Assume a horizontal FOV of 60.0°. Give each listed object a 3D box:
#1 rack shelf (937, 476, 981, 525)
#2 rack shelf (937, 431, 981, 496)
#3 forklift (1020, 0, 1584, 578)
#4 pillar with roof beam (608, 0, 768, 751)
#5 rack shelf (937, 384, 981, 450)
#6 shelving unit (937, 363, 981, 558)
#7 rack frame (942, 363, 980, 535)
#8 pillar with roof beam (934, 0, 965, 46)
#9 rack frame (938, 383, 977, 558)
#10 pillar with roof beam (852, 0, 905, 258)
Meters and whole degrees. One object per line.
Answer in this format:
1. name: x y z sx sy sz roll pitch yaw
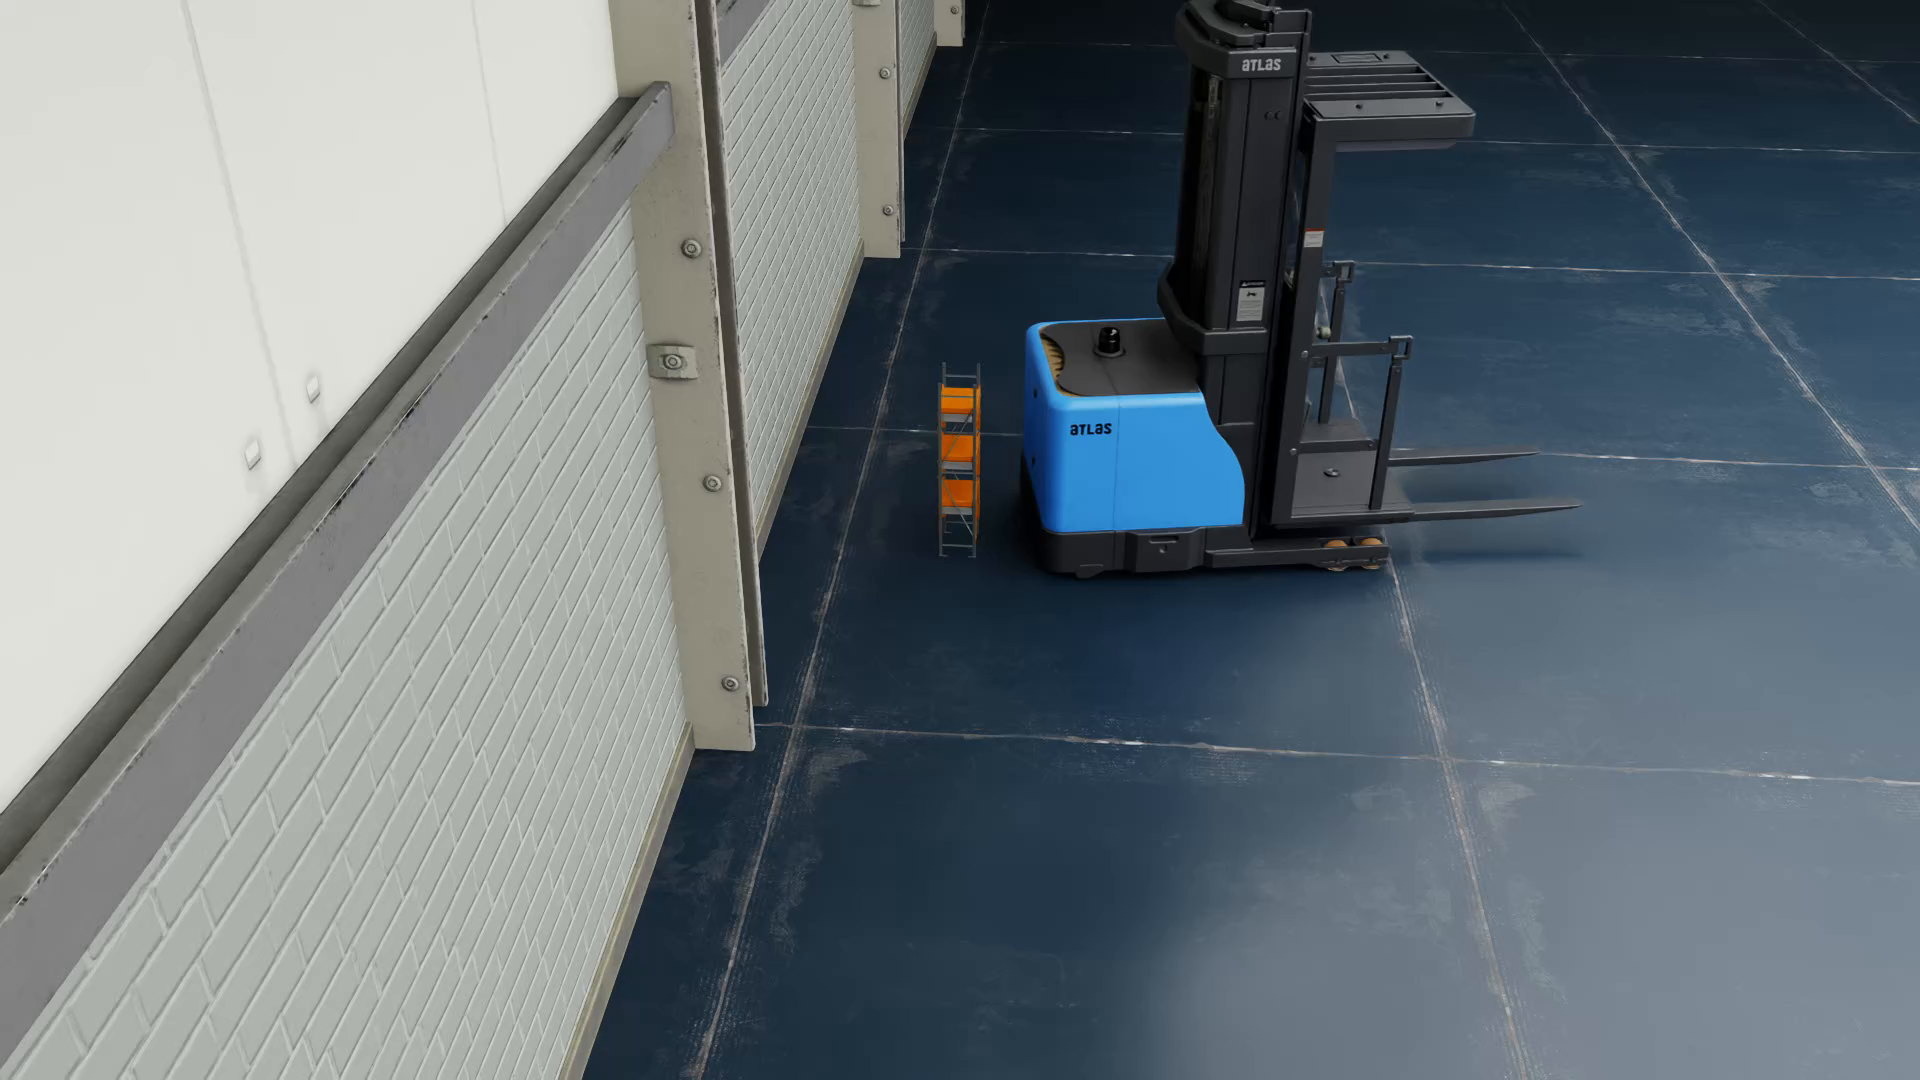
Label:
1. rack shelf: -0.004 -0.173 9.081 0.215 0.259 0.240 2 32 4
2. rack shelf: -0.004 -0.410 8.935 0.215 0.259 0.240 2 32 4
3. forklift: 1.895 -1.354 8.653 3.031 2.935 1.130 -3 32 -4
4. pillar with roof beam: 3.199 -2.784 5.190 9.100 9.000 0.400 2 32 4
5. rack shelf: -0.004 -0.652 8.786 0.215 0.259 0.240 2 32 4
6. shelving unit: -0.004 -0.419 8.929 0.215 1.050 0.252 2 32 4
7. rack frame: 0.006 -0.483 9.033 0.200 1.050 0.008 2 32 4
8. pillar with roof beam: 4.176 -9.058 15.372 9.100 9.000 0.400 2 32 4
9. rack frame: -0.014 -0.355 8.826 0.200 1.050 0.008 2 32 4
10. pillar with roof beam: 3.688 -5.921 10.281 9.100 9.000 0.400 2 32 4
